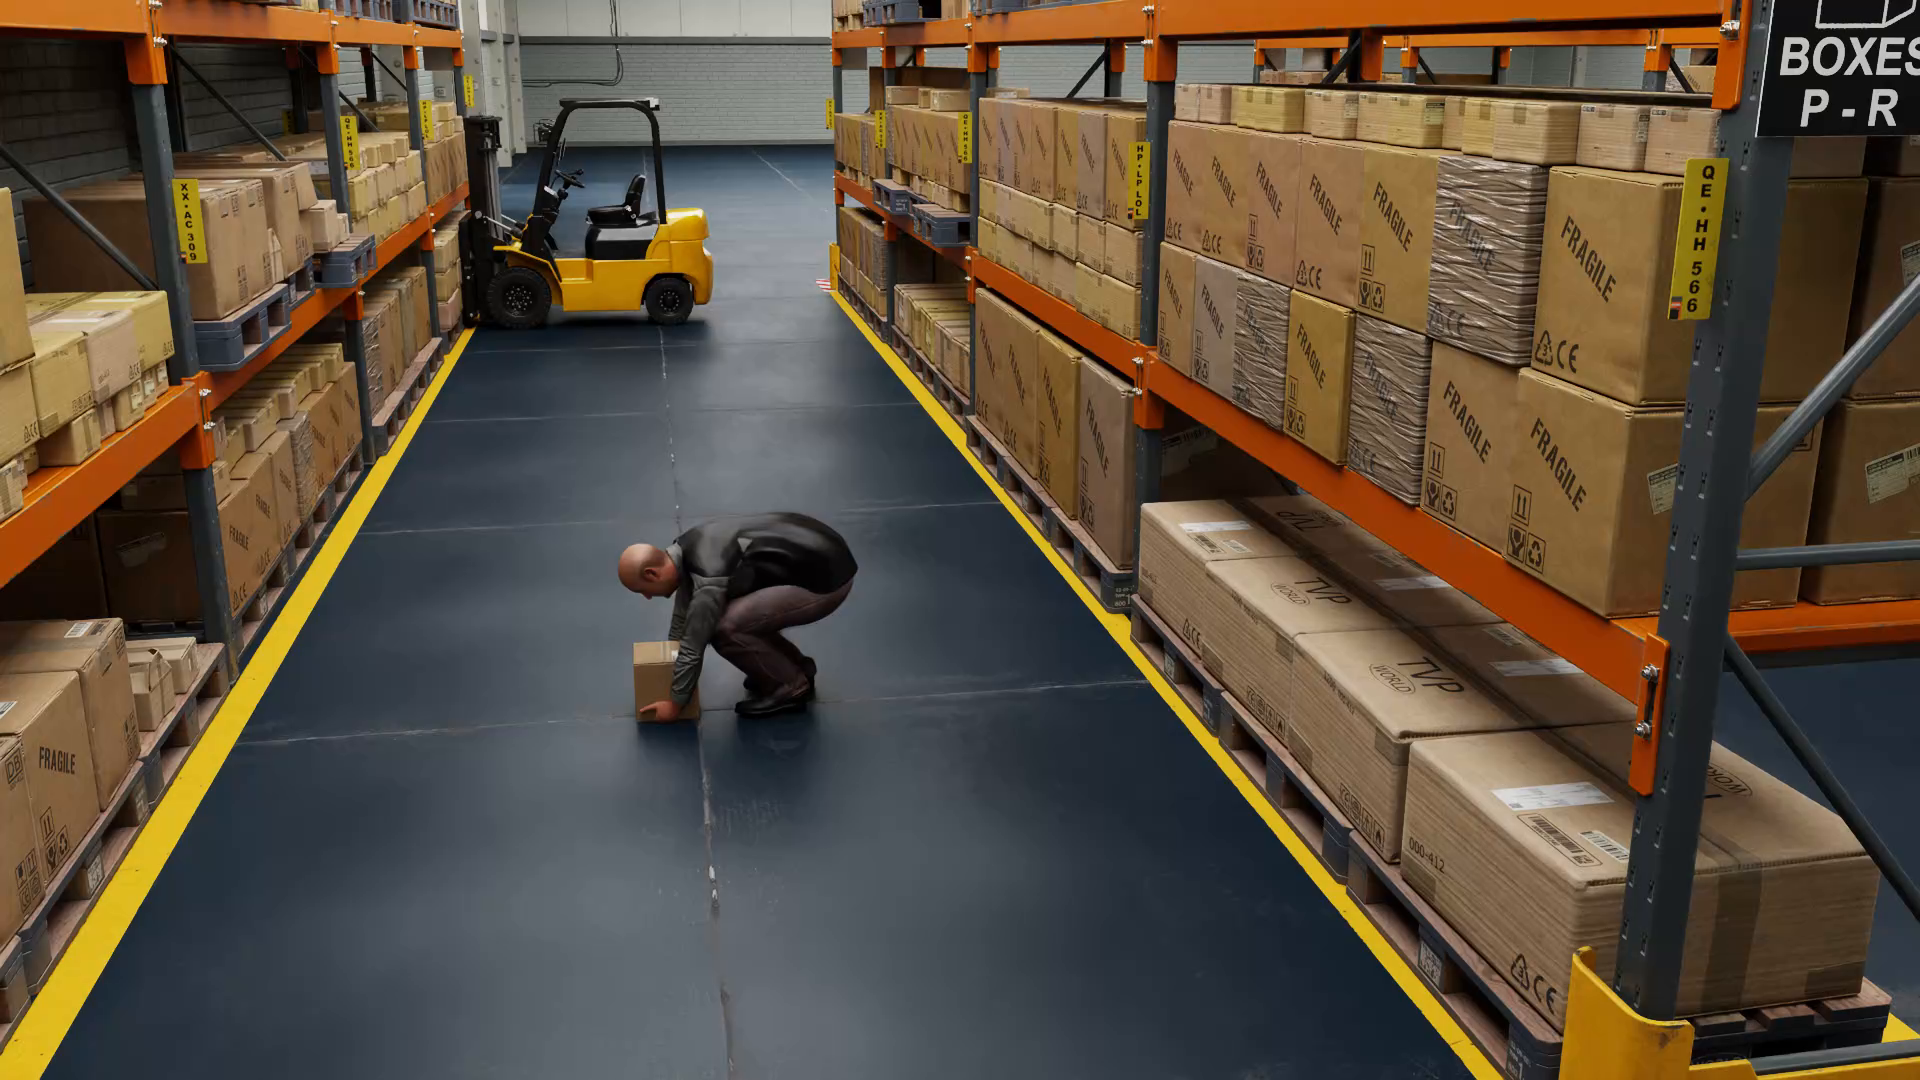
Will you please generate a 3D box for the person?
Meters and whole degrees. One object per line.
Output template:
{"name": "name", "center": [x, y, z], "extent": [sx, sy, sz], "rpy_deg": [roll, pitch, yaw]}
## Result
{"name": "person", "center": [-0.891, 0.299, 6.738], "extent": [0.947, 0.815, 0.502], "rpy_deg": [-4, 17, -12]}
